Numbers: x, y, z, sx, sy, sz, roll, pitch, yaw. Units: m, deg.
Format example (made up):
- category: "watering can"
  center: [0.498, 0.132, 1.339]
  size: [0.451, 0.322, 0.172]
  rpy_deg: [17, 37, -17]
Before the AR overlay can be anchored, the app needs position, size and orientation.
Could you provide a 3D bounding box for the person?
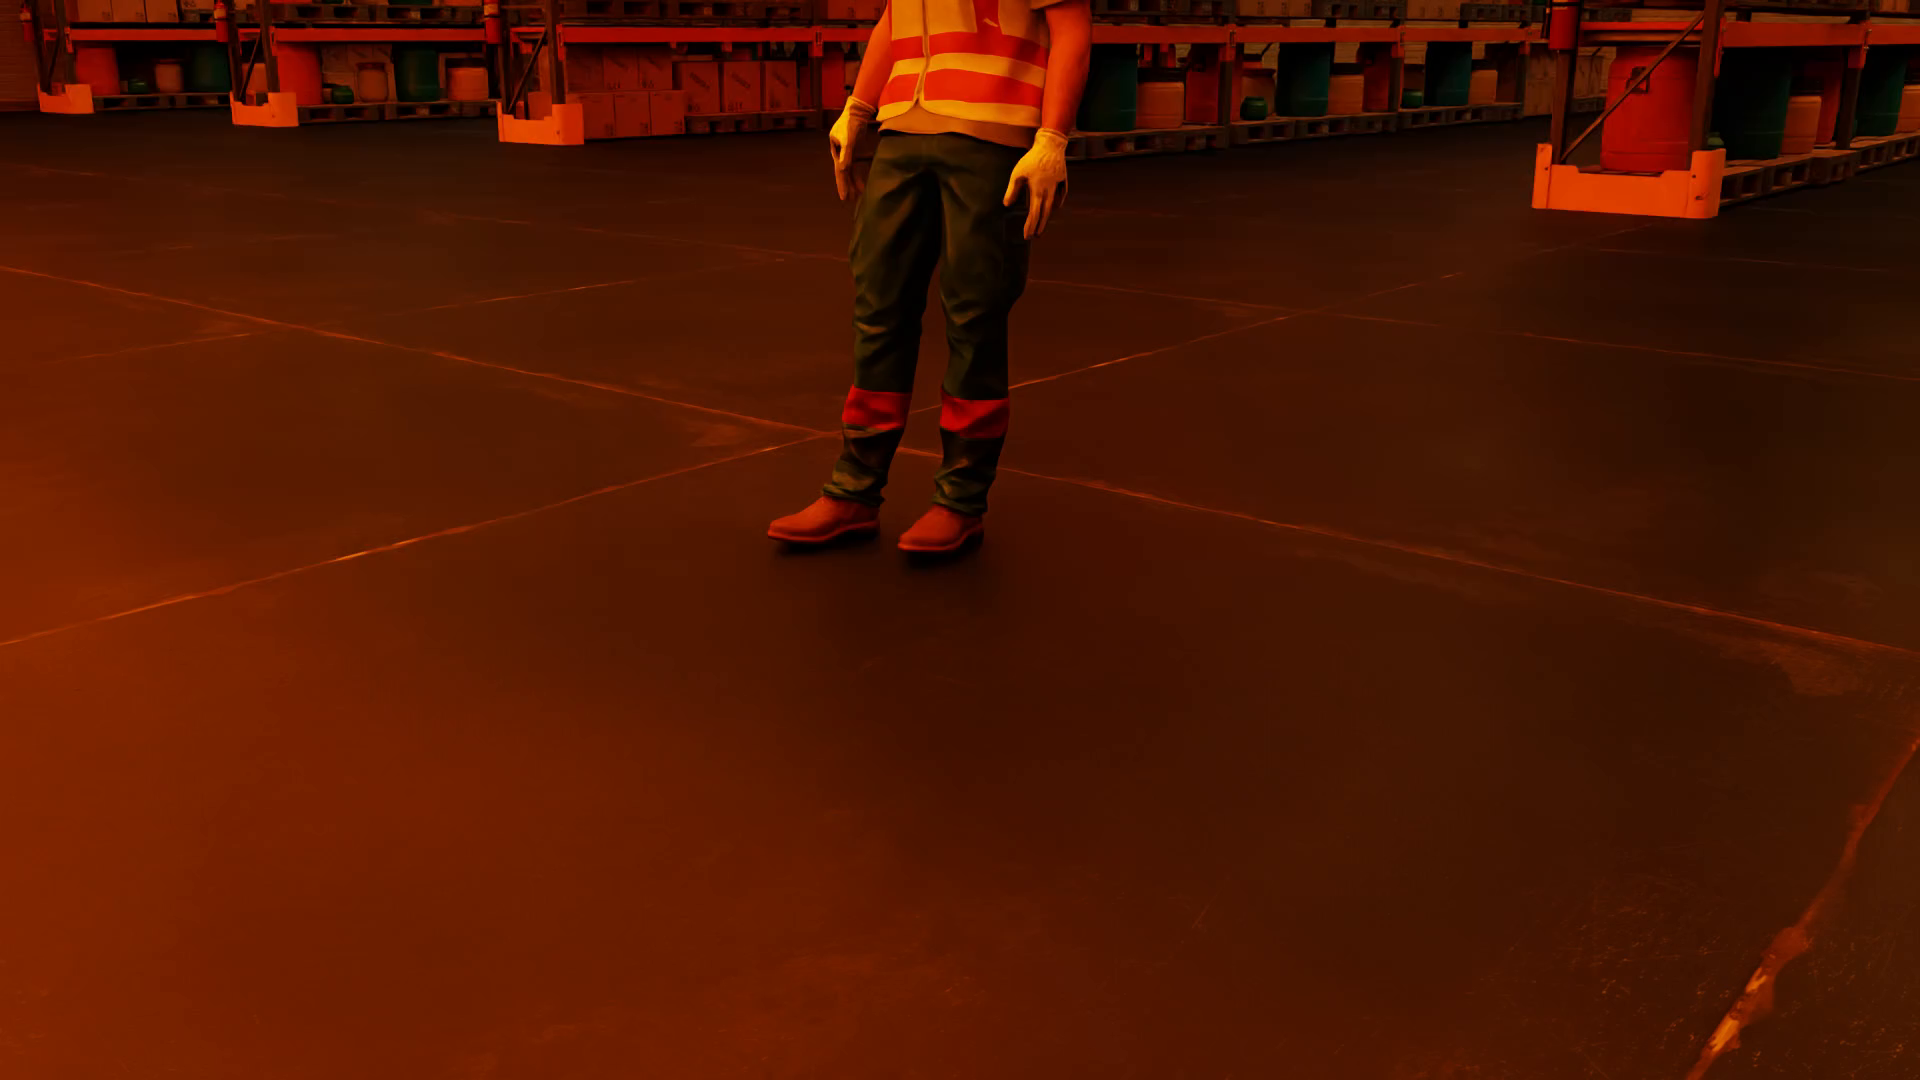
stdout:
- category: "person"
  center: [-0.060, -0.848, 3.628]
  size: [0.637, 1.787, 0.564]
  rpy_deg: [13, 21, 37]
